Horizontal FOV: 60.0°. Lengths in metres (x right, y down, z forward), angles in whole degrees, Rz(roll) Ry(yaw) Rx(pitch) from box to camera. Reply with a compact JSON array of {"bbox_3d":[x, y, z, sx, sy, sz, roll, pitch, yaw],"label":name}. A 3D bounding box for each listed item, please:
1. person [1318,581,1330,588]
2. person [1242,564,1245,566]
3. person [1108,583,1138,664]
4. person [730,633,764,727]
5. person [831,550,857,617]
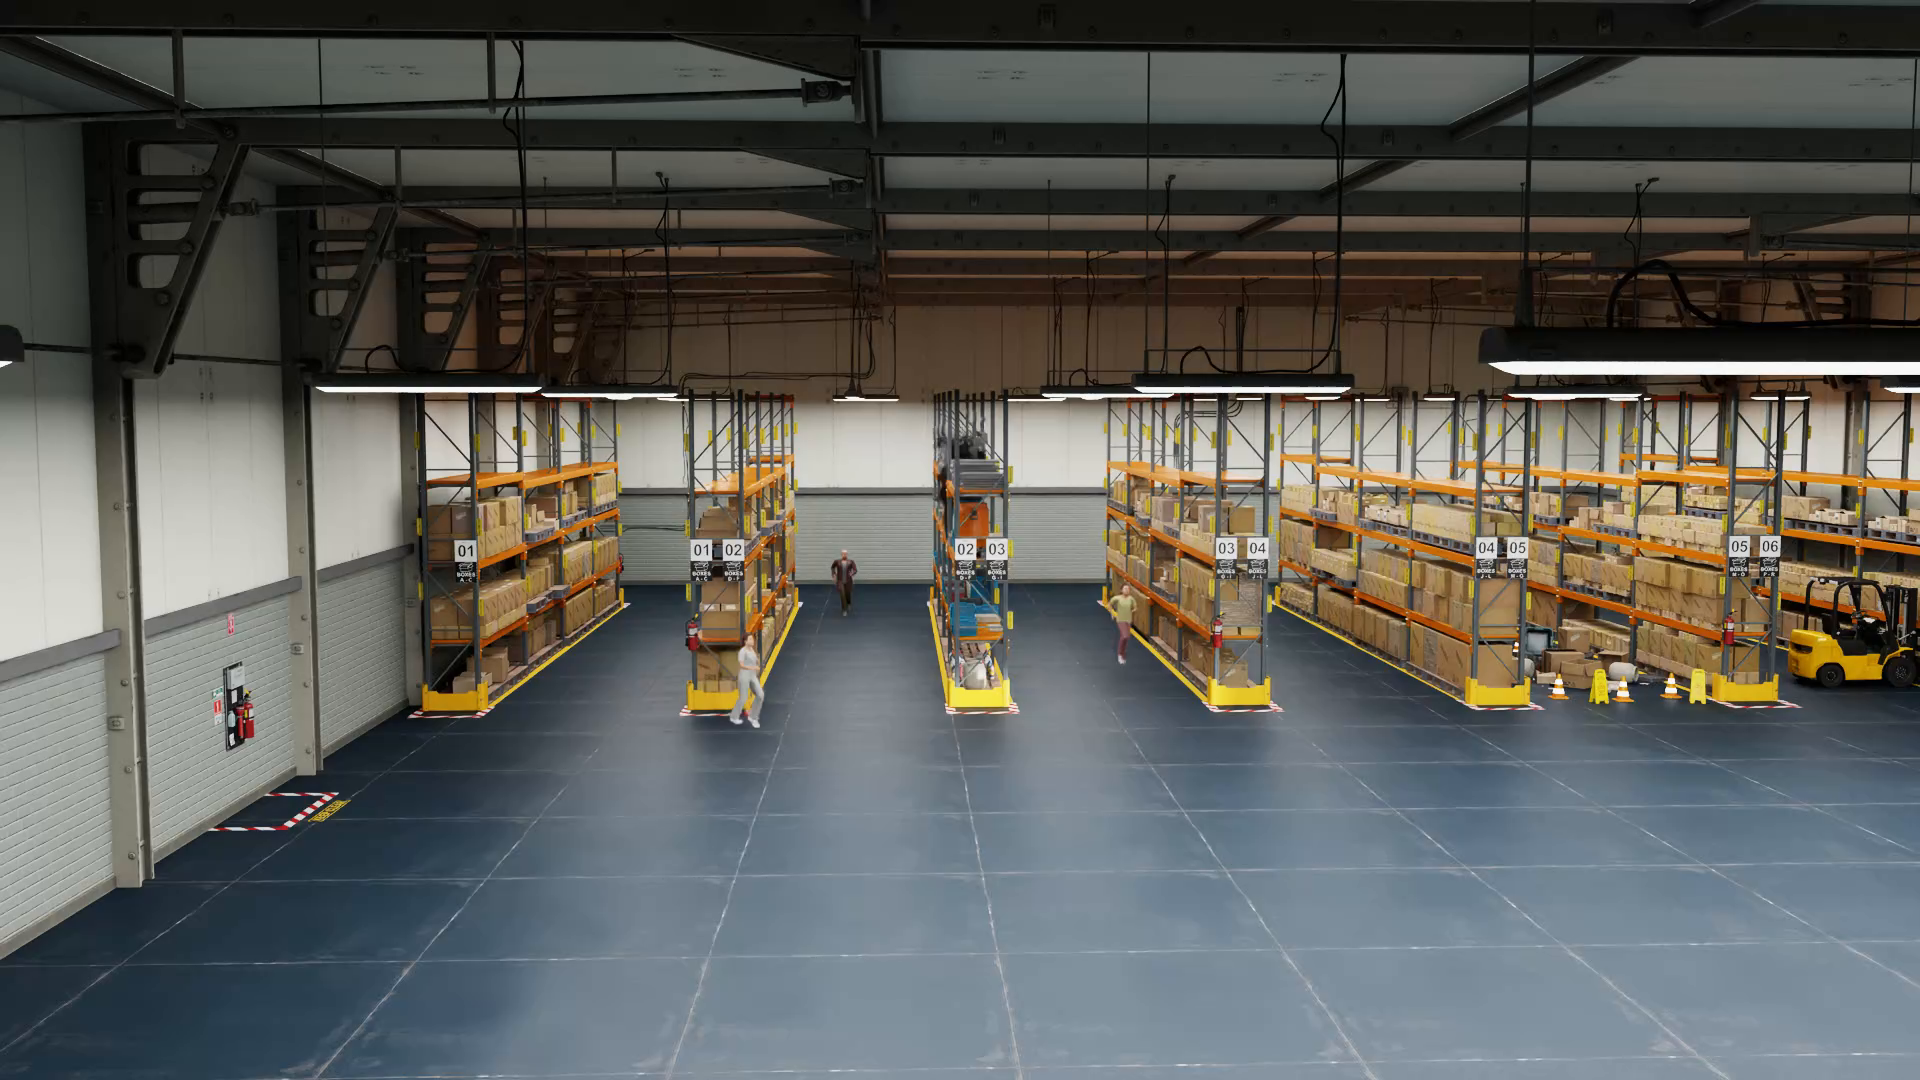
[{"bbox_3d":[10.597,0.954,48.988,0.660,1.592,0.711,4,6,40],"label":"person"},{"bbox_3d":[7.874,1.101,47.447,0.602,1.550,0.780,1,5,8],"label":"person"},{"bbox_3d":[3.467,1.755,34.993,0.565,1.690,0.594,-2,5,-19],"label":"person"},{"bbox_3d":[-3.764,2.500,29.529,0.725,1.730,0.581,3,5,28],"label":"person"},{"bbox_3d":[-3.151,1.161,45.223,0.717,1.777,1.014,-1,5,-7],"label":"person"}]
